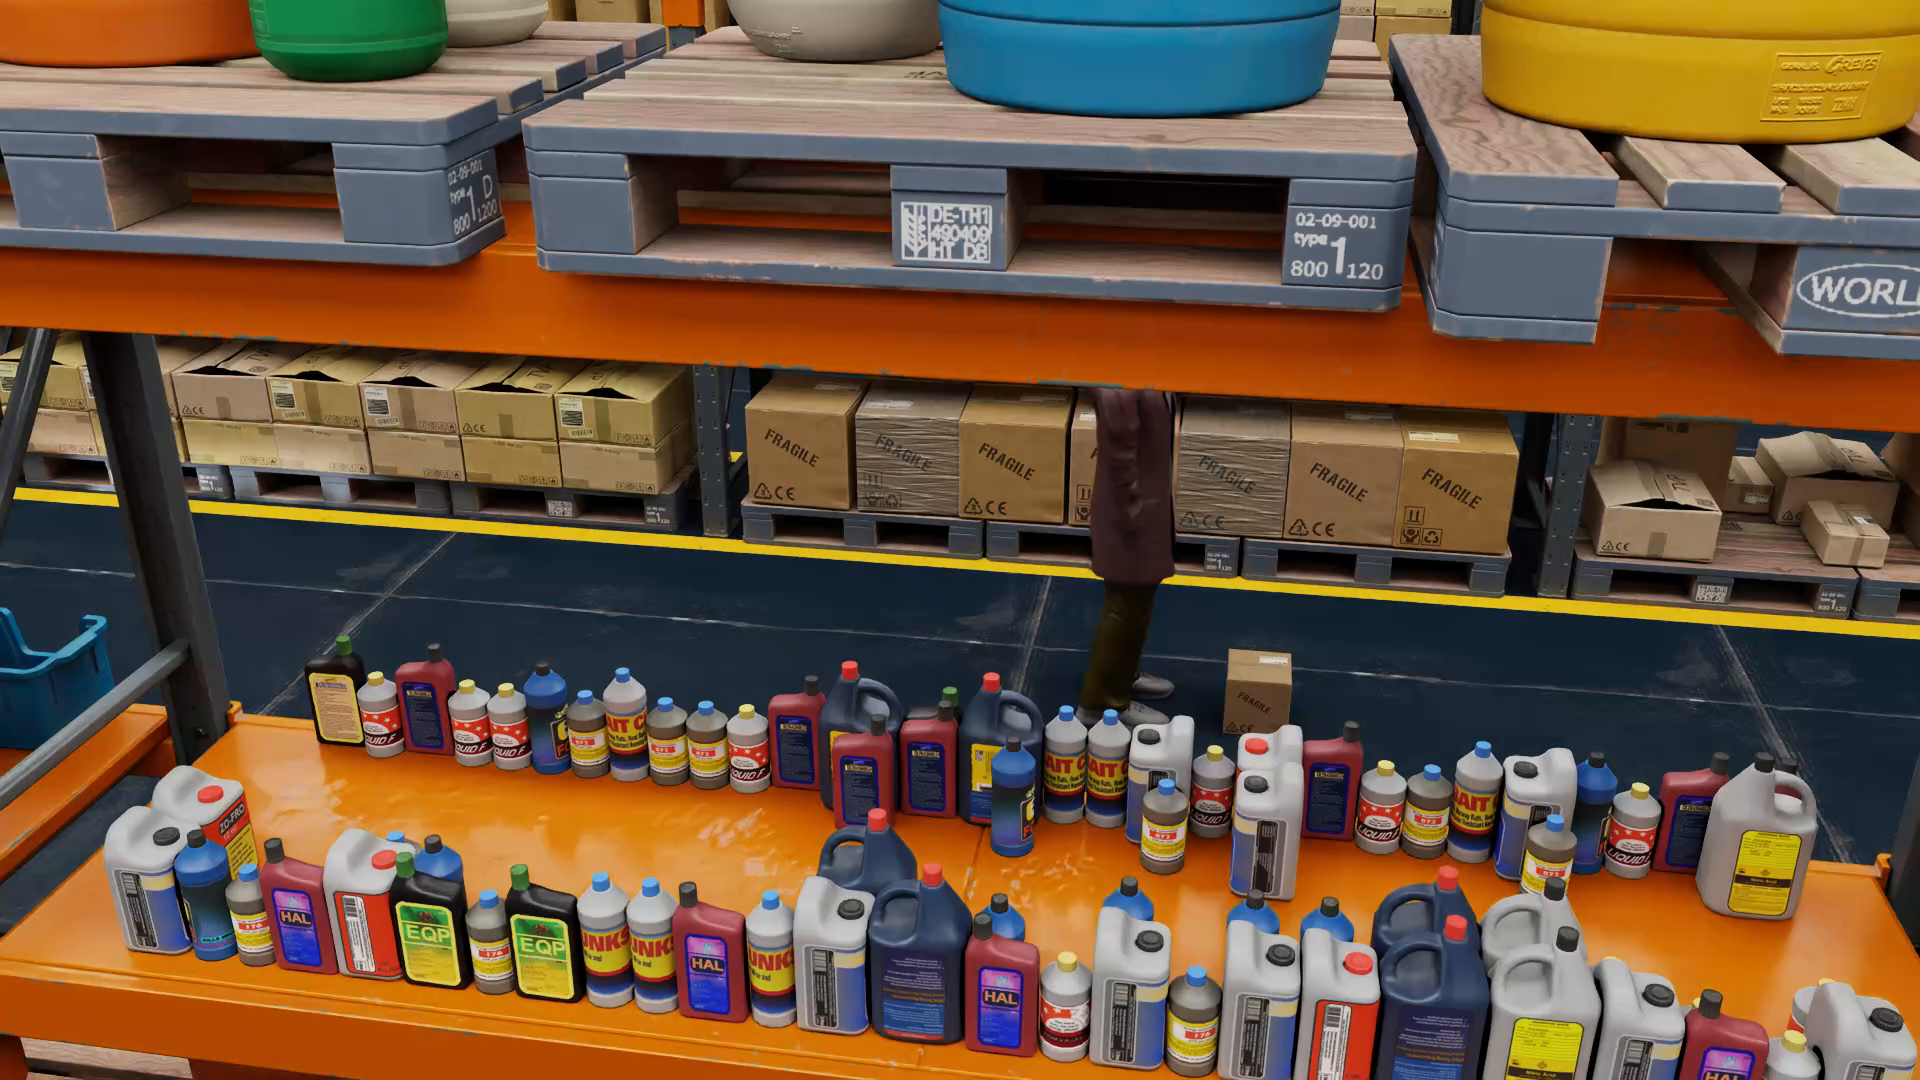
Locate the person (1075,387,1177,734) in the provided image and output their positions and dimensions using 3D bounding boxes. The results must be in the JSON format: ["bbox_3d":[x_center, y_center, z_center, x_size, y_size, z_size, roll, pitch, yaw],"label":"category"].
[{"bbox_3d":[0.675,-0.126,6.410,0.377,1.773,0.562,4,25,10],"label":"person"}]
